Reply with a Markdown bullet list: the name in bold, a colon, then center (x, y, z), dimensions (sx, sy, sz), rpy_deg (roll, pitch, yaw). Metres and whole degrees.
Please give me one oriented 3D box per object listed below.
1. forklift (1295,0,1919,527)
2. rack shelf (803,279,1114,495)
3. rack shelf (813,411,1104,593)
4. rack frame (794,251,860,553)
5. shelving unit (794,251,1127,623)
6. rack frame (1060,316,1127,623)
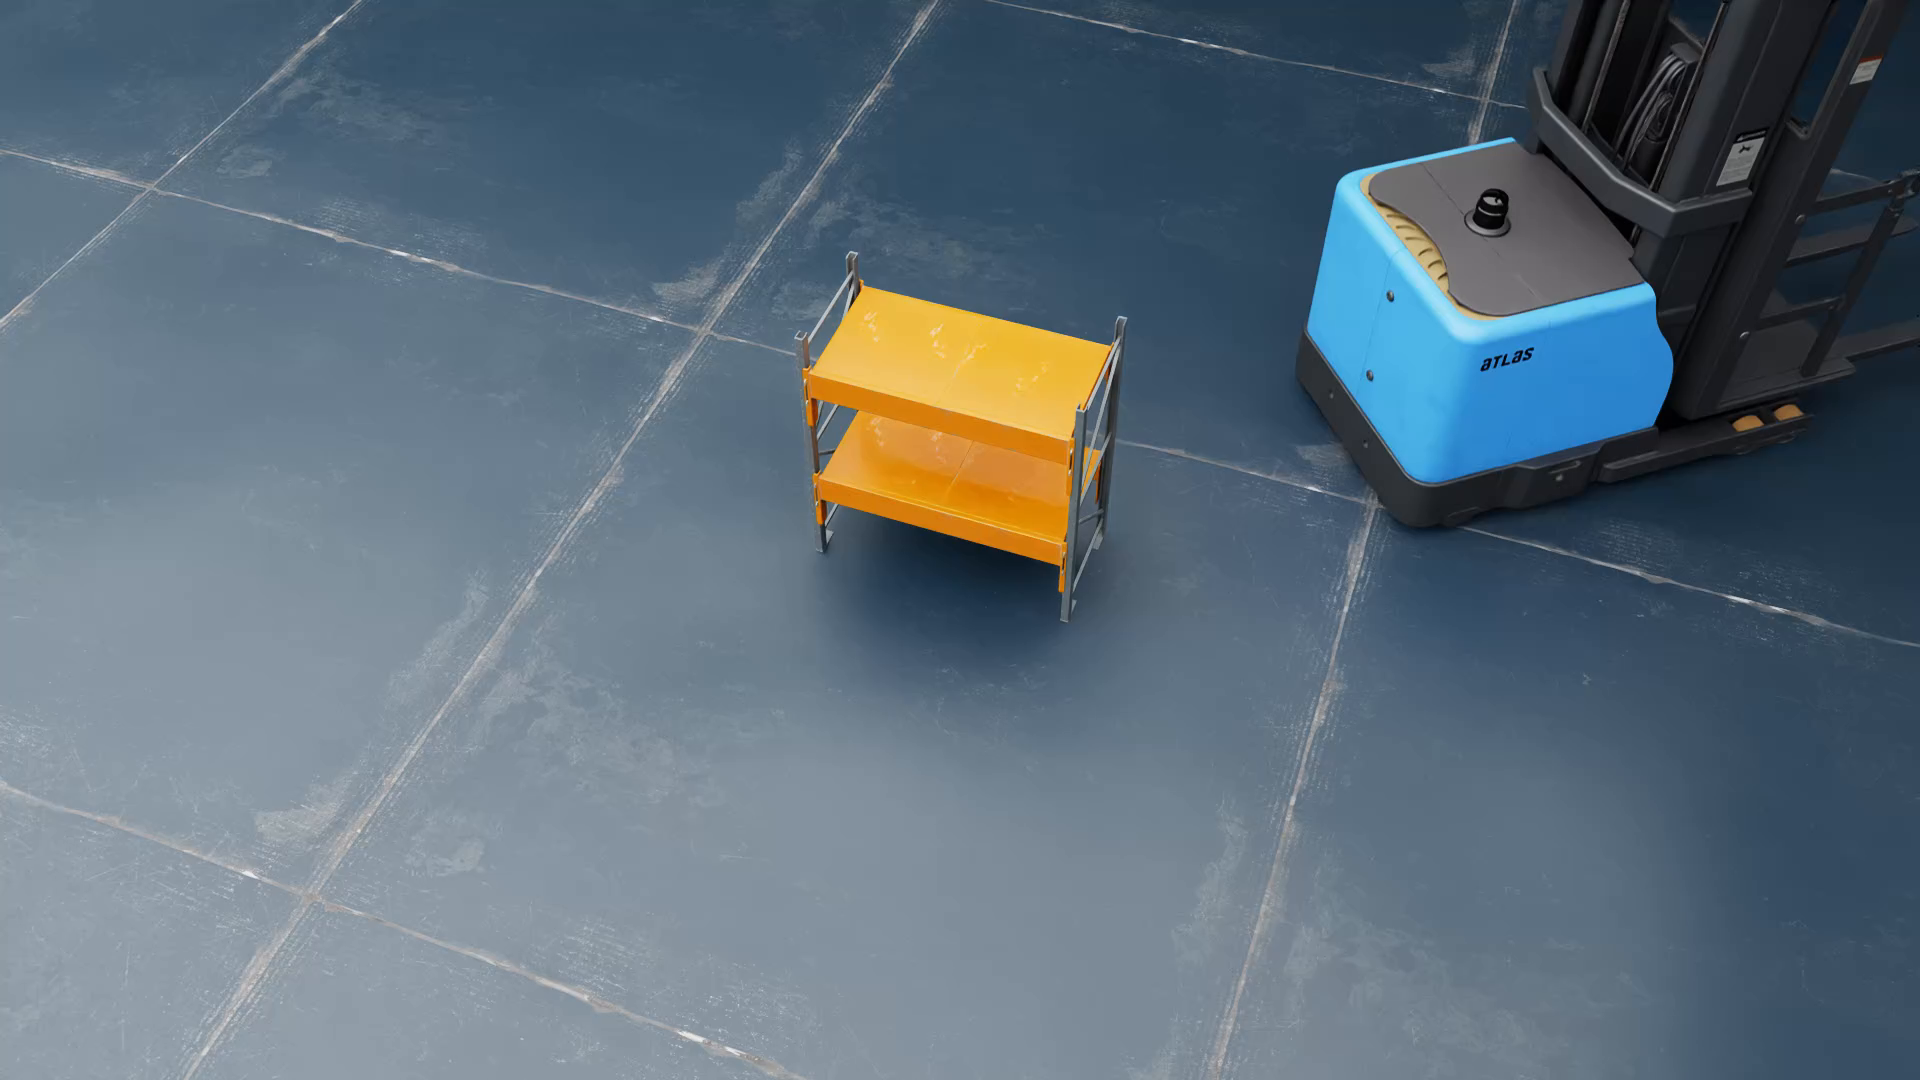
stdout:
- **forklift**: center (3.016, -1.683, 6.136), dimensions (3.031, 2.935, 1.130), rpy_deg (-14, 51, -12)
- **rack shelf**: center (0.006, -0.558, 5.969), dimensions (1.000, 0.278, 0.538), rpy_deg (16, 51, 13)
- **rack shelf**: center (0.006, -0.207, 6.375), dimensions (1.000, 0.278, 0.538), rpy_deg (16, 51, 13)
- **rack frame**: center (-0.471, -0.500, 6.305), dimensions (0.032, 1.125, 0.500), rpy_deg (16, 51, 13)
- **shelving unit**: center (0.006, -0.367, 6.190), dimensions (1.048, 1.125, 0.538), rpy_deg (16, 51, 13)
- **rack frame**: center (0.483, -0.234, 6.075), dimensions (0.032, 1.125, 0.500), rpy_deg (16, 51, 13)
